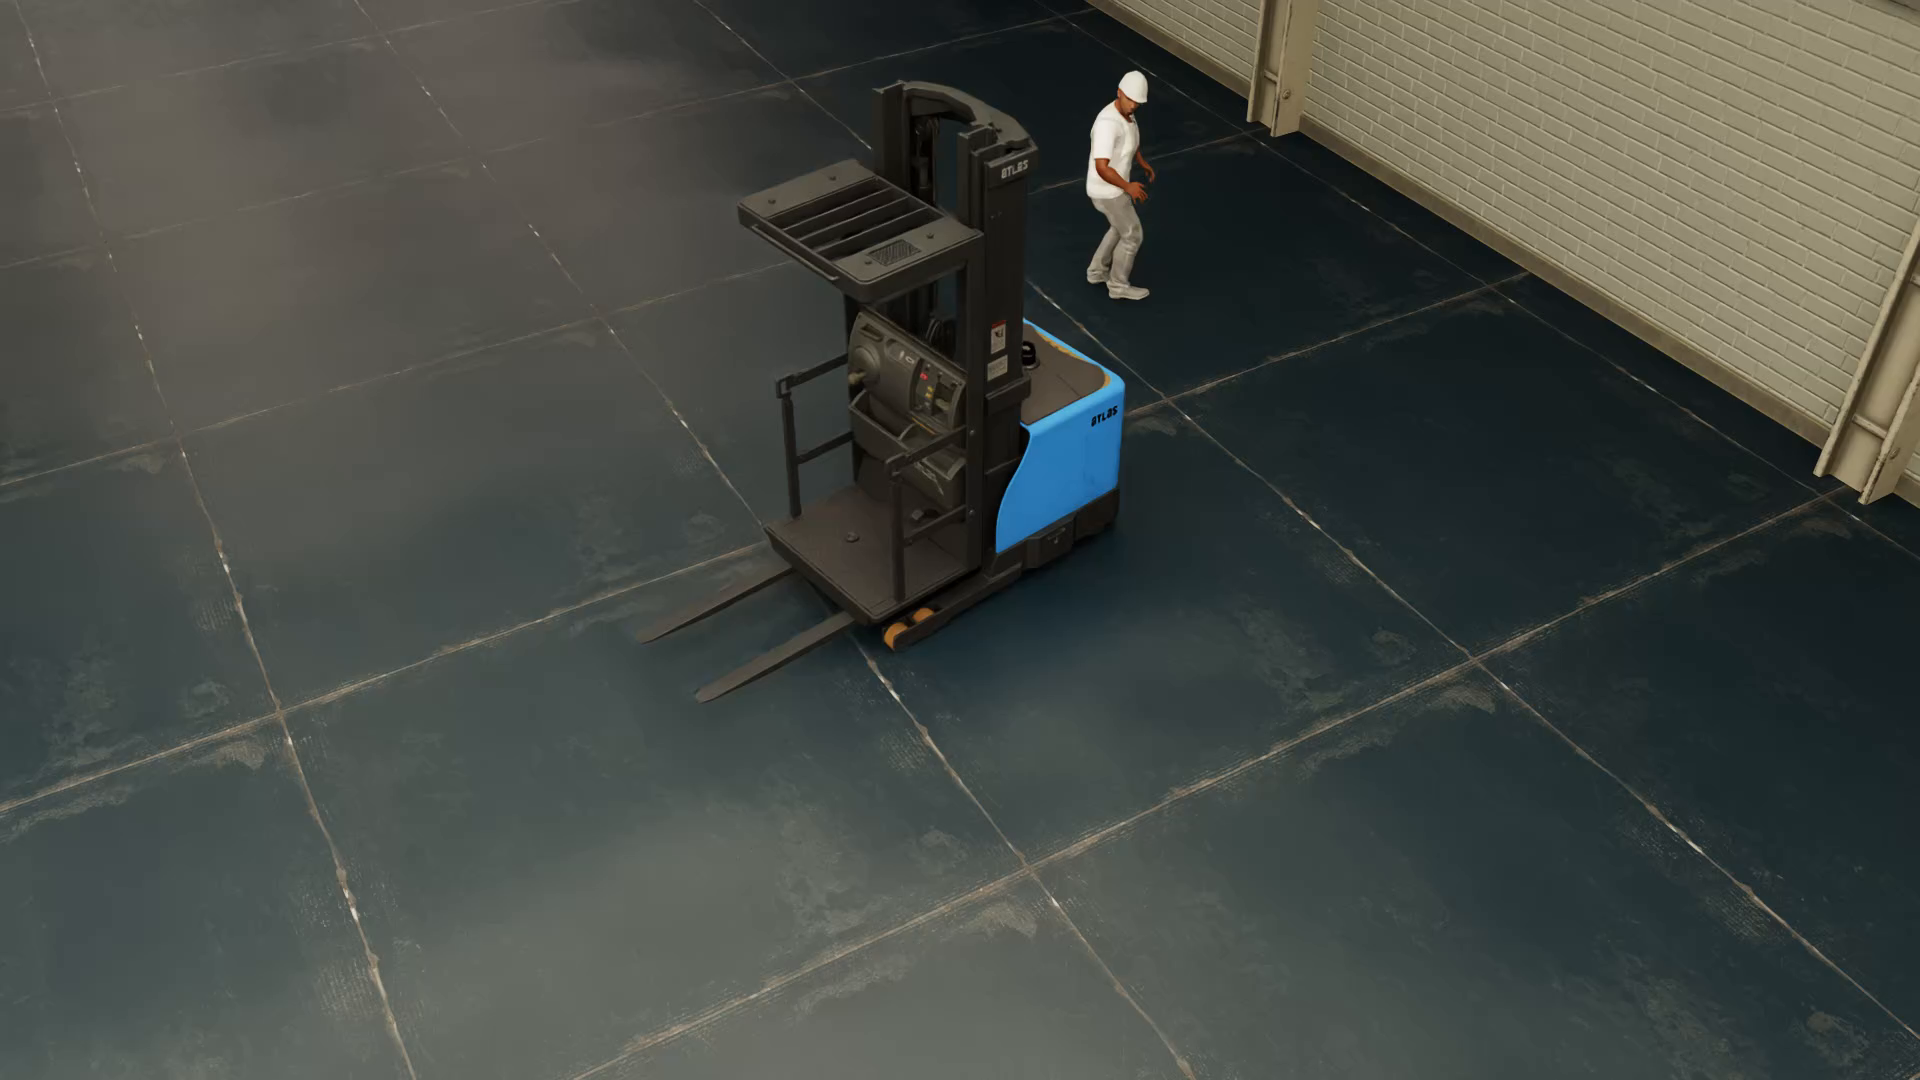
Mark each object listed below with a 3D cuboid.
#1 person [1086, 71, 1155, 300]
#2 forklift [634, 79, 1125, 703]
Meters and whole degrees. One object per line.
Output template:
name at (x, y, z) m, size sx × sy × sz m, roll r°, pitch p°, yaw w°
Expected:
person at (1.186, -2.588, 12.125) m, size 0.519 × 1.713 × 0.800 m, roll 5°, pitch 40°, yaw 6°
forklift at (-0.460, -0.869, 9.084) m, size 3.031 × 2.935 × 1.130 m, roll -29°, pitch 47°, yaw -30°
